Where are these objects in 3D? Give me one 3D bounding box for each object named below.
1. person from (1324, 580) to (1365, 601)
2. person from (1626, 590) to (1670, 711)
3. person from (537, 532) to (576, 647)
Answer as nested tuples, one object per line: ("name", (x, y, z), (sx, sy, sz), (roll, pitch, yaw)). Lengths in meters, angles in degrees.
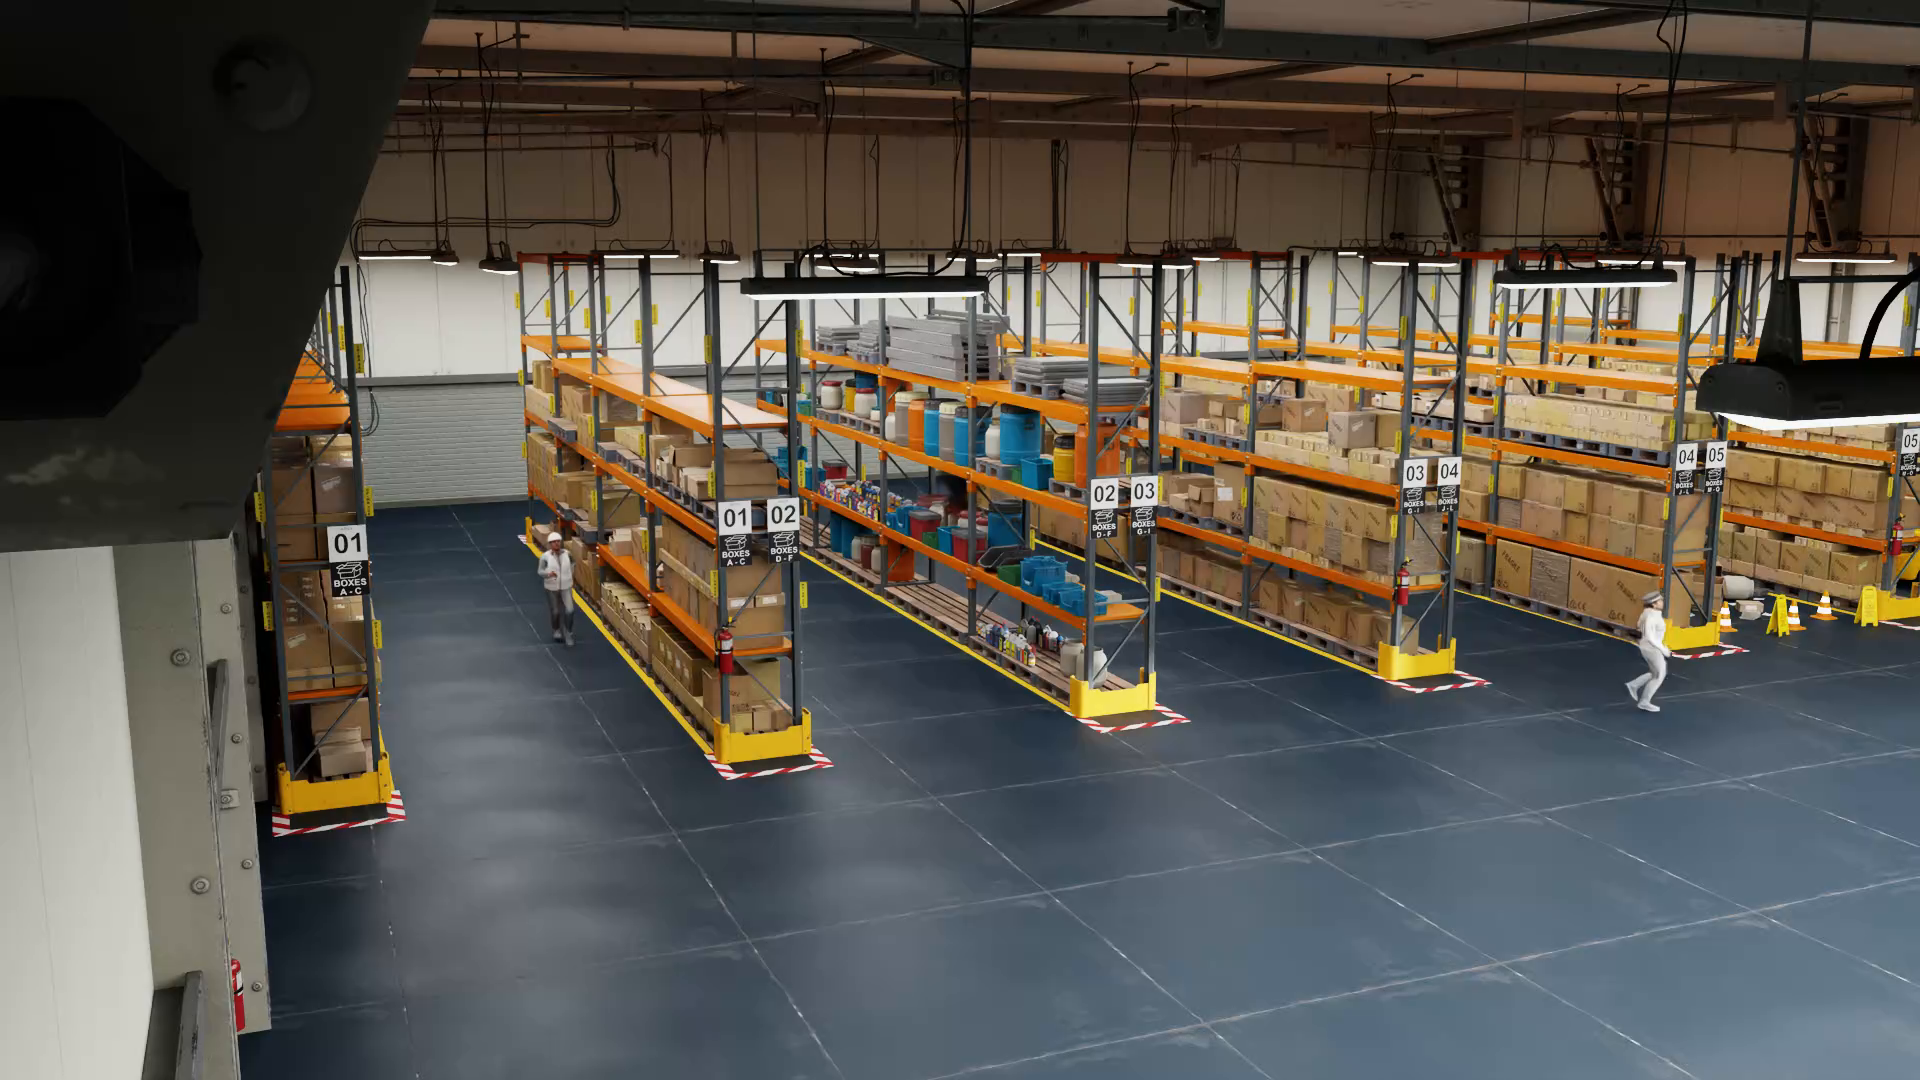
("person", (6.849, 0.130, 29.418), (0.669, 1.812, 0.893), (-5, 11, -25))
("person", (9.281, 1.481, 22.401), (0.508, 1.662, 0.619), (3, 11, 15))
("person", (-6.262, 0.775, 25.956), (0.635, 1.822, 0.756), (-4, 11, -22))
